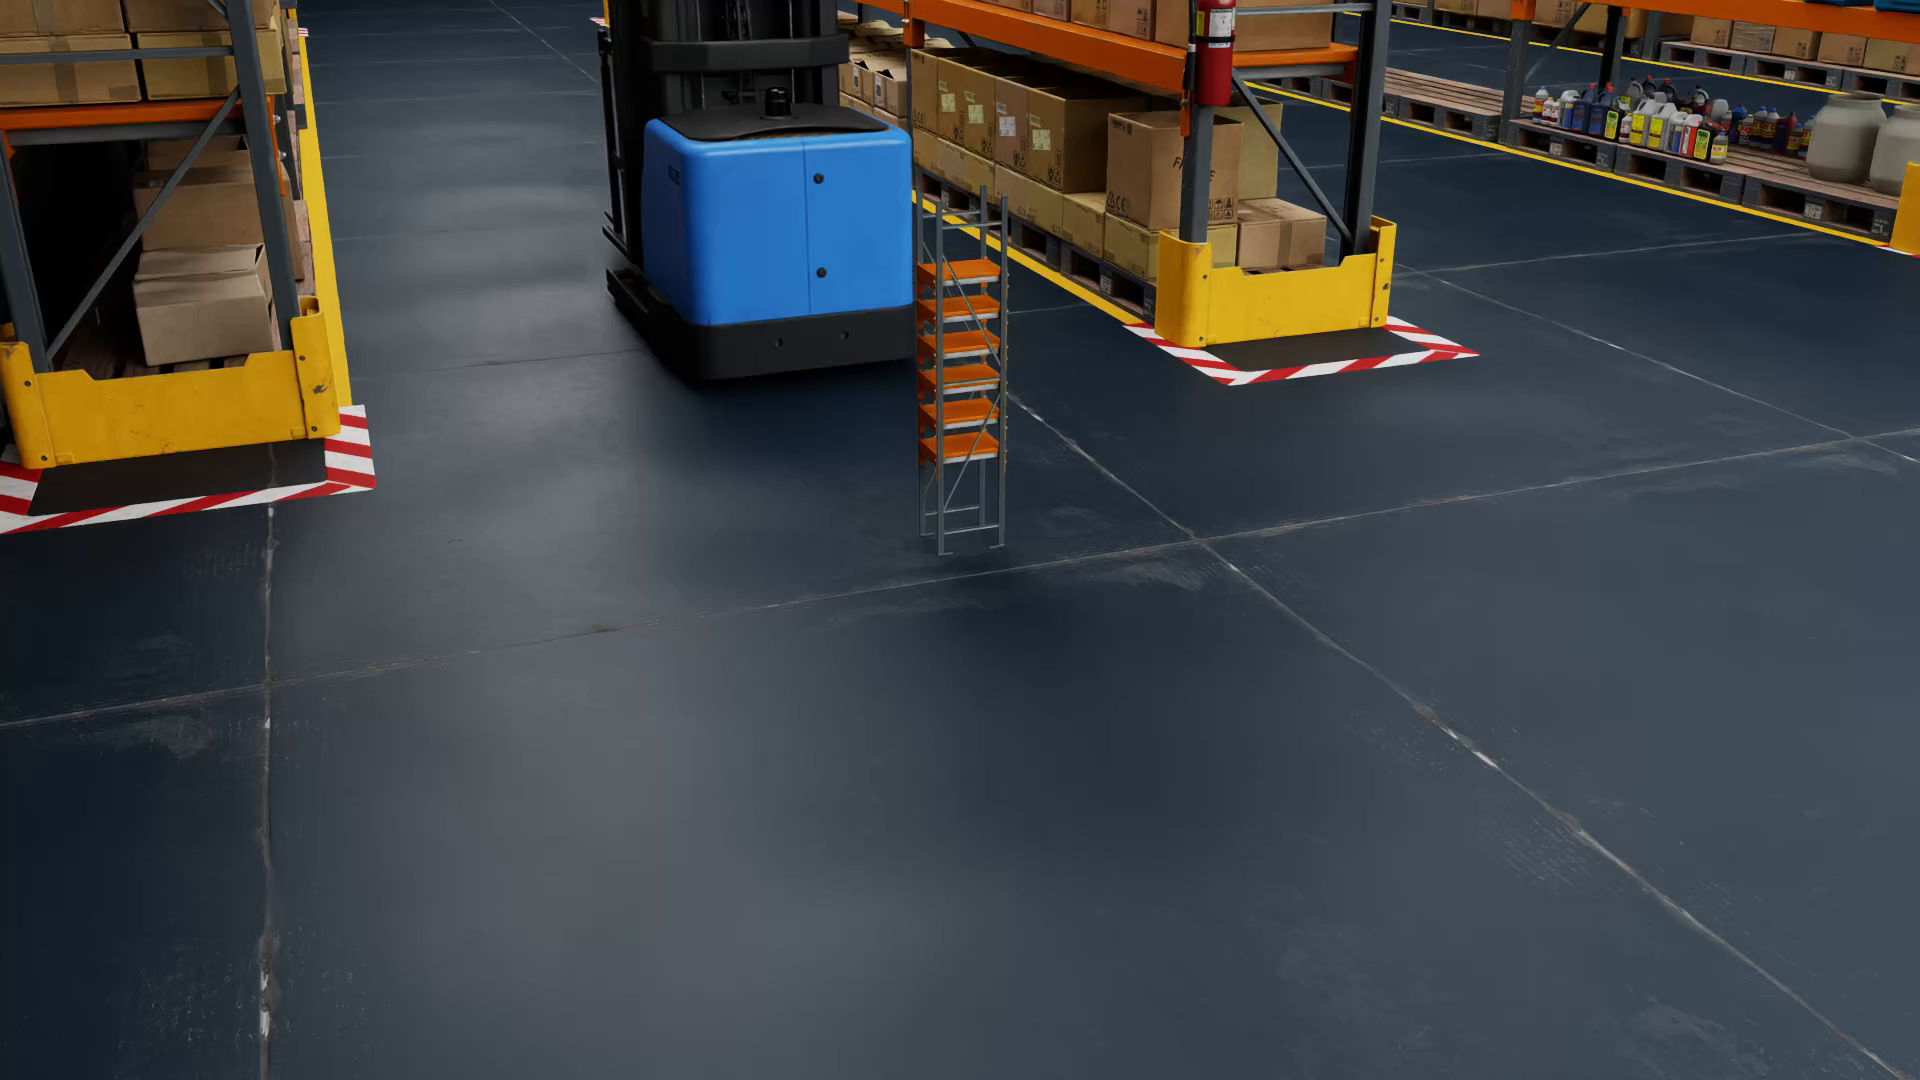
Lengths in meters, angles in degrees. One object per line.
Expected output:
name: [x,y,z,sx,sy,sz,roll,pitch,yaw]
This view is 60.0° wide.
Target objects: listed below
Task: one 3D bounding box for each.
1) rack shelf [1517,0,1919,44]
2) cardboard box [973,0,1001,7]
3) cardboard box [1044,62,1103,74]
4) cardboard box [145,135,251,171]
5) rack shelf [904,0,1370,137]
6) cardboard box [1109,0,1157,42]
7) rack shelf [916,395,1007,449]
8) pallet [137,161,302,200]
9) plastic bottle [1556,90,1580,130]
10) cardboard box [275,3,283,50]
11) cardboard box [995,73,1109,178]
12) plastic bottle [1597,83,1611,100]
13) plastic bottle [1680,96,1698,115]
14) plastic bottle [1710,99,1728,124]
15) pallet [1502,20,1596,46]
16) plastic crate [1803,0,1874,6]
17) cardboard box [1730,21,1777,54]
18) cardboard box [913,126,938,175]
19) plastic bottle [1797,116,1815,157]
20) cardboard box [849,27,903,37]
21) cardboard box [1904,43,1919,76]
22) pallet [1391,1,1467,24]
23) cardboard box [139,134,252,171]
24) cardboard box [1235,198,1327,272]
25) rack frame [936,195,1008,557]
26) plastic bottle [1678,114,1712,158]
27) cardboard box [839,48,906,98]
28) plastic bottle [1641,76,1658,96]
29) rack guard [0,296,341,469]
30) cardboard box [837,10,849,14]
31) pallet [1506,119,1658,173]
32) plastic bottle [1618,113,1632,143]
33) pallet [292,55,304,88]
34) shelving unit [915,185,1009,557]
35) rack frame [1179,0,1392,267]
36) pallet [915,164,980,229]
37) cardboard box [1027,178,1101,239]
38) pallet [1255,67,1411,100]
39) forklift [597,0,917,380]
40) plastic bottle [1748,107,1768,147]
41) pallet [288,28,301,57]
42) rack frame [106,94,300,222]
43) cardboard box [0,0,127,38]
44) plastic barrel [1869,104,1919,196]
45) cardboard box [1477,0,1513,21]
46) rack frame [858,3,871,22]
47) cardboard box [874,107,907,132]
rack shelf: [5.465,-3.516,11.157,1.077,0.370,4.000,-8,24,-19]
cardboard box: [0.478,-3.591,10.280,0.700,0.500,0.500,-9,24,-20]
cardboard box: [0.837,-2.665,10.246,0.500,0.500,0.500,-8,24,-19]
cardboard box: [-4.106,-1.895,9.035,0.500,0.500,0.500,-10,25,-23]
rack shelf: [0.830,-2.838,9.548,1.077,0.370,4.000,-8,24,-19]
cardboard box: [1.193,-2.851,8.522,0.700,0.500,0.500,-8,24,-18]
rack shelf: [0.005,-0.396,5.568,0.258,0.103,0.180,-8,24,-19]
pallet: [-4.786,-2.213,10.729,1.003,0.211,1.213,-8,24,-19]
plastic bottle: [4.601,-3.233,12.498,0.152,0.276,0.135,-7,24,-17]
cardboard box: [-3.520,-2.480,7.938,0.500,0.250,0.500,-8,24,-19]
cardboard box: [0.526,-2.412,9.645,0.500,0.500,0.500,-8,24,-19]
plastic bottle: [4.790,-3.226,12.387,0.144,0.351,0.185,-8,24,-19]
plastic bottle: [5.351,-3.121,12.223,0.061,0.283,0.133,-8,24,-19]
plastic bottle: [5.491,-3.081,12.139,0.152,0.276,0.135,-8,24,-18]
pallet: [7.344,-6.162,20.098,1.003,0.211,1.213,-8,24,-19]
plastic crate: [5.491,-3.430,10.218,0.499,0.251,0.408,-8,24,-19]
cardboard box: [8.442,-5.318,17.157,0.700,0.500,0.500,-10,25,-23]
cardboard box: [0.003,-2.613,11.086,0.500,0.250,0.500,-8,24,-19]
plastic bottle: [5.822,-2.768,11.402,0.097,0.271,0.097,0,23,0]
cardboard box: [-0.685,-4.190,14.107,0.500,0.311,0.500,-9,24,-20]
cardboard box: [9.195,-4.531,15.290,0.700,0.500,0.500,-10,25,-23]
pallet: [6.370,-7.163,22.473,1.003,0.211,1.213,-8,24,-19]
cardboard box: [-4.786,-2.531,10.546,0.700,0.500,0.500,-7,24,-17]
cardboard box: [1.555,-1.595,8.671,0.500,0.250,0.500,-8,24,-19]
rack frame: [0.037,-0.514,5.426,0.240,1.200,0.006,-8,24,-19]
plastic bottle: [5.049,-2.771,11.404,0.152,0.276,0.135,-8,24,-19]
cardboard box: [-0.652,-3.559,12.609,0.500,0.311,0.500,-8,24,-19]
plastic bottle: [5.255,-3.362,12.709,0.144,0.351,0.185,-9,24,-20]
rack guard: [-3.124,-0.638,6.619,1.175,0.500,0.348,-8,24,-19]
cardboard box: [-1.374,-4.795,15.916,0.500,0.500,0.500,-9,25,-21]
pallet: [4.957,-3.040,12.691,1.003,0.211,1.213,-8,24,-19]
plastic bottle: [4.800,-2.963,11.954,0.097,0.201,0.097,0,23,0]
pallet: [-6.993,-4.567,16.314,1.003,0.211,1.213,-8,24,-19]
shelving unit: [0.005,-0.548,5.504,0.258,1.200,0.189,-8,24,-19]
rack frame: [1.536,-2.443,7.684,1.000,3.000,0.127,-8,24,-19]
pallet: [0.365,-2.317,10.975,1.003,0.211,1.213,-8,24,-19]
cardboard box: [0.704,-1.885,9.360,0.500,0.250,0.500,-8,24,-19]
pallet: [3.583,-4.456,16.051,1.003,0.211,1.213,-8,24,-19]
forklift: [-1.210,-2.587,8.114,1.130,2.935,3.031,-9,24,-20]
plastic bottle: [5.666,-2.929,11.784,0.097,0.271,0.097,0,23,0]
pallet: [-7.966,-5.568,18.689,1.003,0.211,1.213,-8,24,-19]
rack frame: [-4.510,-3.215,9.517,1.000,3.000,0.127,-8,24,-19]
cardboard box: [-3.462,-2.190,6.285,0.500,0.500,0.500,-9,24,-20]
plastic barrel: [5.867,-2.397,10.237,0.421,0.512,0.421,0,23,0]
cardboard box: [7.127,-6.821,20.267,1.225,0.875,0.875,-9,25,-21]
rack frame: [-1.290,-5.350,14.581,1.000,3.000,0.127,-8,24,-19]
cardboard box: [-0.295,-2.934,11.848,0.500,0.250,0.500,-9,24,-20]
